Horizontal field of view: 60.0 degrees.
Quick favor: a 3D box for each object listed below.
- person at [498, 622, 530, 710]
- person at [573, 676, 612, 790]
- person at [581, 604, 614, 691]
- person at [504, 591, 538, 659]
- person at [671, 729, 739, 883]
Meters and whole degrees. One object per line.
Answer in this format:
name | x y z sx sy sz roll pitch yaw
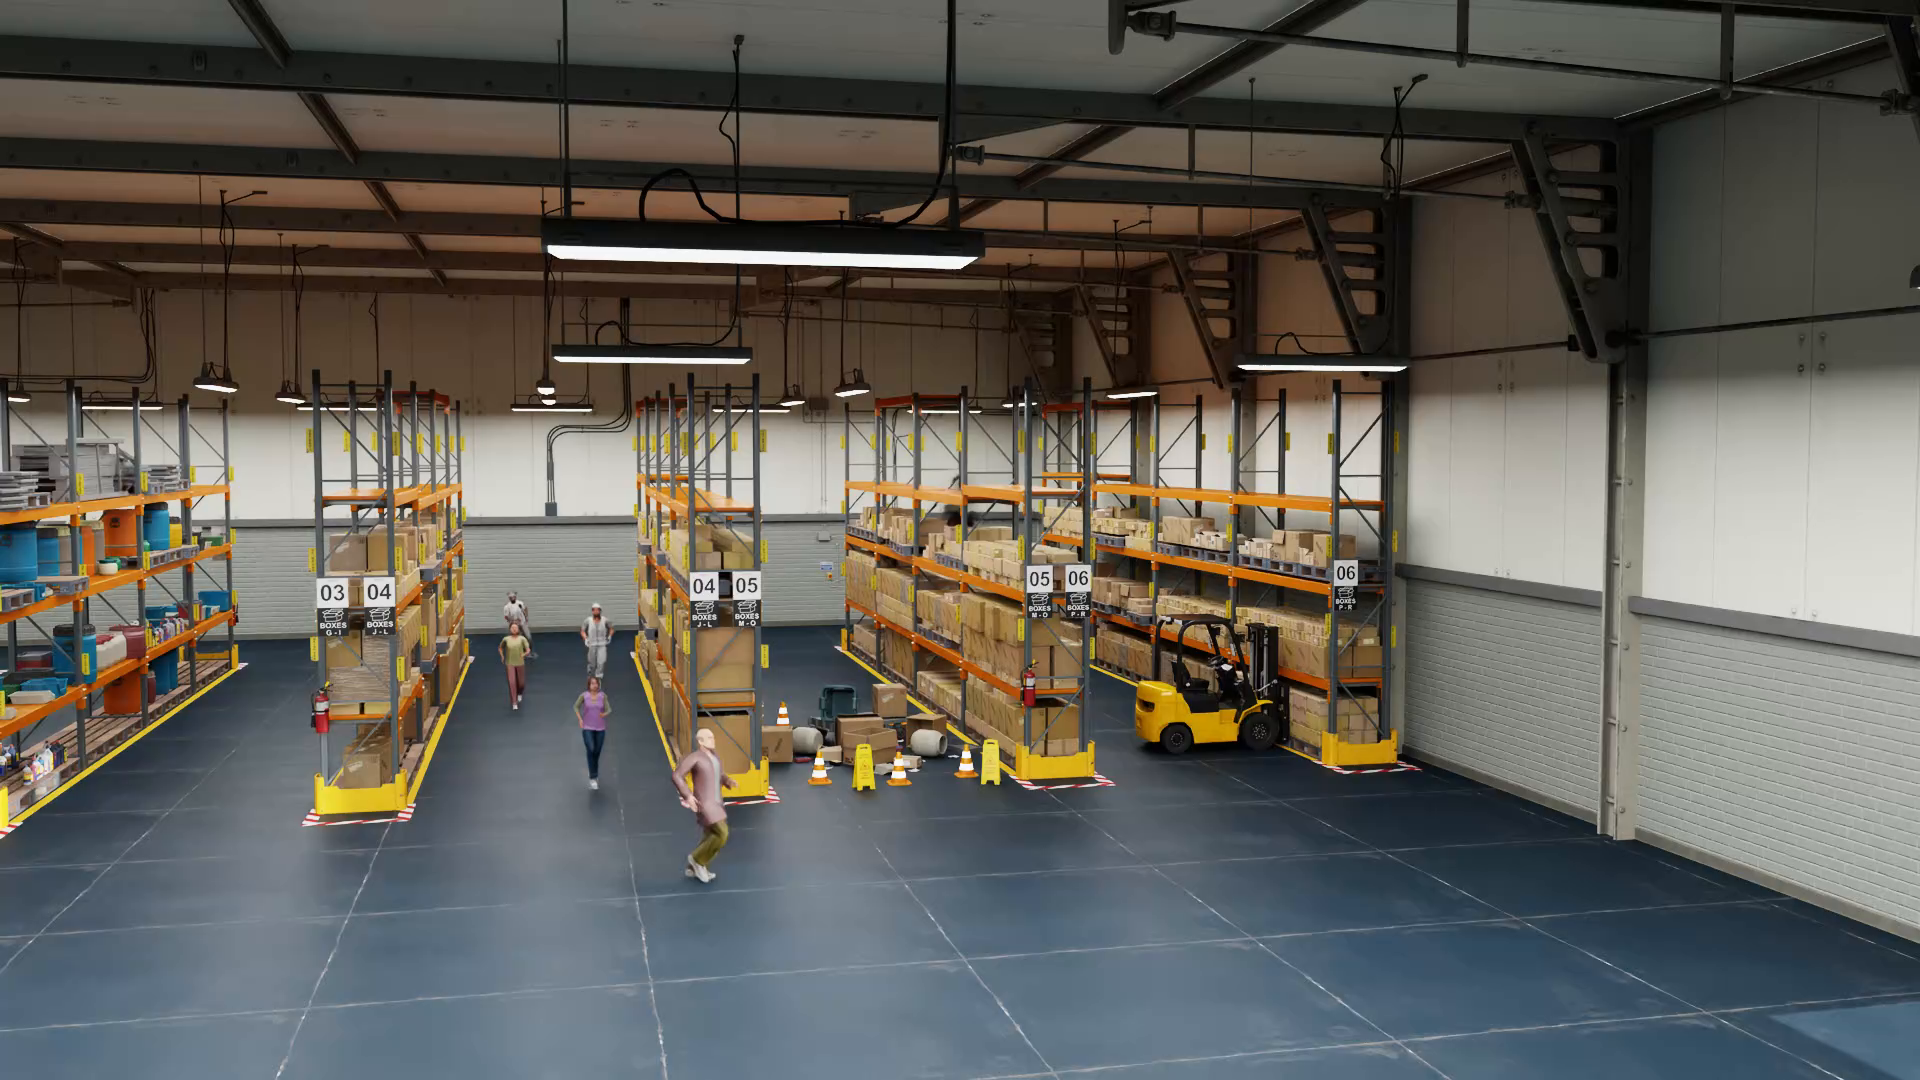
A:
person | -8.427 2.367 31.450 0.589 1.635 0.802 -1 3 -16
person | -5.369 2.849 24.352 0.525 1.542 0.650 -2 4 -25
person | -7.409 2.172 34.023 0.657 1.764 0.700 -1 3 -15
person | -10.220 1.971 38.647 0.752 1.616 0.636 -2 4 -28
person | -2.846 3.024 18.943 0.705 1.746 0.695 1 4 21
